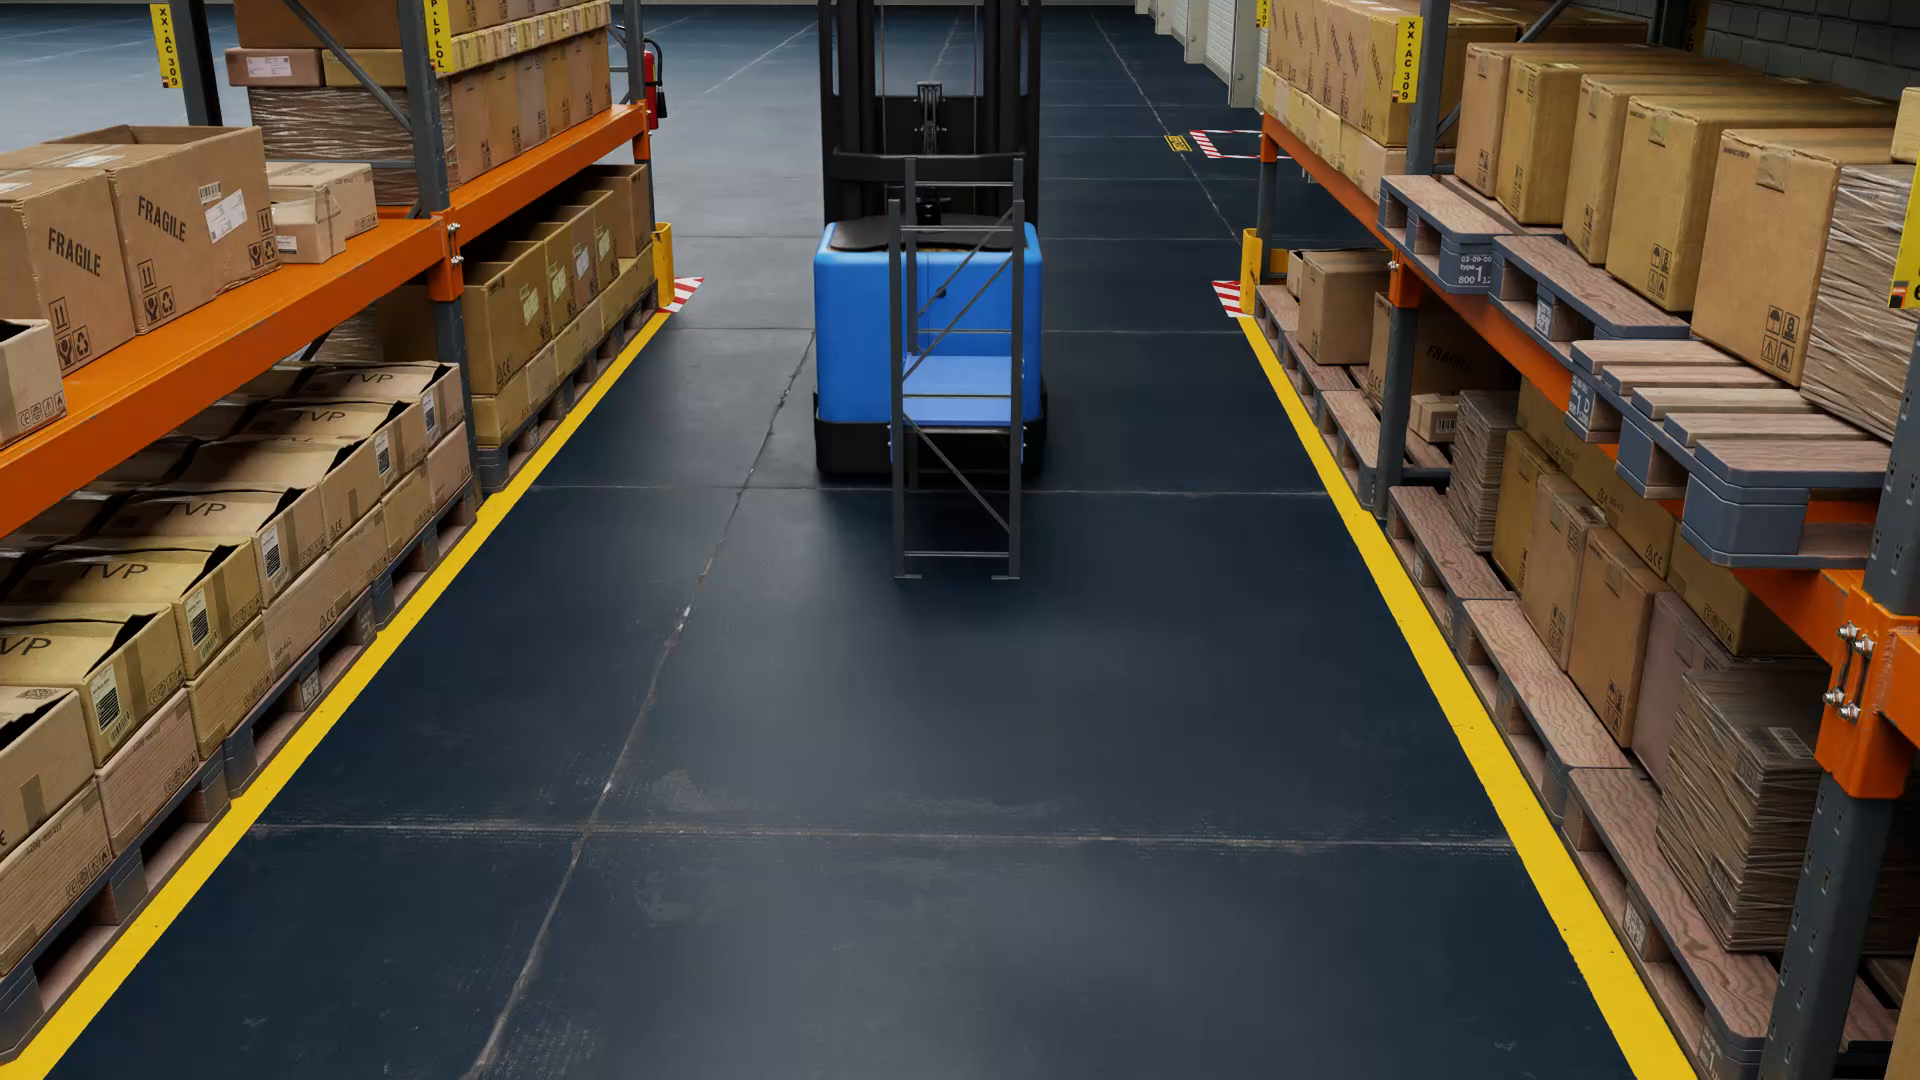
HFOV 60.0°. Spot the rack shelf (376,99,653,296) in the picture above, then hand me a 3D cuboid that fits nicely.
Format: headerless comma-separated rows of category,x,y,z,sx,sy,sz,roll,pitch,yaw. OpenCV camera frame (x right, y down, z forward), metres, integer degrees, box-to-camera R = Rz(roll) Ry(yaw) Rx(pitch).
rack shelf,-2.575,-1.932,8.857,1.077,0.370,4.000,1,21,2

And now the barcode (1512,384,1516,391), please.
barcode,2.642,-0.705,7.933,0.001,0.075,0.075,1,21,2

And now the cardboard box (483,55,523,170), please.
cardboard box,-2.600,-2.124,8.218,0.700,0.500,0.500,1,21,2

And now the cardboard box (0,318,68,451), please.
cardboard box,-2.536,-0.378,3.980,0.500,0.311,0.500,0,21,1

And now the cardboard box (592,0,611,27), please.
cardboard box,-2.335,-3.200,10.094,0.380,0.149,0.250,0,21,1

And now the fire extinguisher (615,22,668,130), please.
fire extinguisher,-2.046,-2.993,10.702,0.296,0.674,0.183,1,21,2

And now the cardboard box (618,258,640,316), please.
cardboard box,-2.238,-1.527,10.038,0.500,0.250,0.500,1,21,2

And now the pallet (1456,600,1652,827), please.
pallet,2.259,0.532,5.365,1.003,0.211,1.213,1,21,2

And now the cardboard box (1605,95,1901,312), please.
cardboard box,2.214,-0.918,4.501,0.700,0.500,0.500,1,21,2

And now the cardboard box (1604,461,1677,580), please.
cardboard box,2.255,-0.087,4.917,0.500,0.250,0.500,1,21,1

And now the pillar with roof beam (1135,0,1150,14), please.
pillar with roof beam,-0.110,-16.366,36.769,9.100,9.000,0.400,1,21,2

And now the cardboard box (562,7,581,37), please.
cardboard box,-2.359,-2.922,9.377,0.380,0.149,0.250,1,21,2

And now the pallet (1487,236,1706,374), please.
pallet,2.214,-0.672,4.879,1.003,0.211,1.213,1,21,2

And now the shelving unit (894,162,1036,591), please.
shelving unit,0.017,-0.690,6.733,0.538,1.500,1.048,0,21,0

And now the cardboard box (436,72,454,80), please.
cardboard box,-2.426,-2.080,7.207,0.380,0.149,0.250,1,21,2

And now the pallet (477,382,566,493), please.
pallet,-2.570,-0.532,8.108,1.003,0.211,1.213,1,21,2

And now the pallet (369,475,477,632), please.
pallet,-2.619,0.022,6.680,1.003,0.211,1.213,1,21,2

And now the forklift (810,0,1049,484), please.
forklift,-0.148,-2.100,8.388,1.130,2.935,3.031,0,21,0

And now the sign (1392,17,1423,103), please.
sign,1.773,-1.898,6.578,0.100,0.325,0.005,1,21,2

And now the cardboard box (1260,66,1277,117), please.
cardboard box,2.105,-2.704,10.032,0.500,0.250,0.500,0,21,0

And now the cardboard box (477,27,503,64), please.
cardboard box,-2.404,-2.358,7.925,0.380,0.149,0.250,0,21,0

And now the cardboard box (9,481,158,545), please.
cardboard box,-2.943,-0.017,5.373,0.500,0.311,0.500,1,21,3

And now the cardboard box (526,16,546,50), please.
cardboard box,-2.380,-2.639,8.648,0.380,0.149,0.250,0,21,1

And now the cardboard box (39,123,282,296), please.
cardboard box,-2.691,-1.123,5.639,0.500,0.500,0.500,2,21,6

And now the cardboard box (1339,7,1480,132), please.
cardboard box,2.031,-2.135,7.529,0.500,0.500,0.500,1,21,1

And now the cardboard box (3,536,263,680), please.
cardboard box,-2.422,0.166,4.901,0.500,0.311,0.500,0,21,0

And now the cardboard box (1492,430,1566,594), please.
cardboard box,2.345,-0.078,5.930,0.700,0.500,0.500,0,21,1

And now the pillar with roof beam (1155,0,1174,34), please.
pillar with roof beam,-0.292,-14.197,31.178,9.100,9.000,0.400,1,21,2

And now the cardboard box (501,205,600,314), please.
cardboard box,-2.265,-1.515,8.970,0.500,0.500,0.500,1,21,2

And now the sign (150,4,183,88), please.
sign,-3.190,-1.991,6.707,0.100,0.325,0.005,1,21,2

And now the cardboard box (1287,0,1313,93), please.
cardboard box,2.076,-2.692,8.964,0.500,0.500,0.500,0,21,0

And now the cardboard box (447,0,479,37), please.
cardboard box,-2.614,-2.539,7.495,0.700,0.500,0.500,1,21,1

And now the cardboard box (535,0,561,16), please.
cardboard box,-2.568,-3.082,8.894,0.700,0.500,0.500,1,21,2

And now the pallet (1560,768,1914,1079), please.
pallet,2.219,0.972,4.232,1.003,0.211,1.213,1,21,2

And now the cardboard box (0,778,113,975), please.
cardboard box,-2.448,0.802,4.037,0.500,0.250,0.500,1,21,1

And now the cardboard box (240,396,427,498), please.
cardboard box,-2.371,-0.382,6.313,0.500,0.311,0.500,1,21,3

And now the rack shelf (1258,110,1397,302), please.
rack shelf,2.377,-1.879,8.720,1.077,0.370,4.000,1,21,2

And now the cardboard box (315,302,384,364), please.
cardboard box,-2.813,-1.159,8.053,0.500,0.500,0.500,1,21,2

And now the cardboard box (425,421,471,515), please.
cardboard box,-2.358,-0.305,6.890,0.500,0.250,0.500,0,21,1

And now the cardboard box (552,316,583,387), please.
cardboard box,-2.278,-0.984,8.640,0.500,0.250,0.500,1,21,2

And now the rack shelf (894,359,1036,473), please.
rack shelf,0.017,-0.522,6.798,0.538,0.185,1.000,0,21,0

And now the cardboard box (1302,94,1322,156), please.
cardboard box,2.065,-2.150,8.602,0.500,0.250,0.500,1,21,2

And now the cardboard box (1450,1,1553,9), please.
cardboard box,2.579,-2.315,7.992,0.500,0.500,0.500,1,21,3

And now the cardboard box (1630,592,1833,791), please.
cardboard box,2.296,0.469,4.521,0.700,0.500,0.500,1,21,2

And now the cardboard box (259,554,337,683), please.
cardboard box,-2.408,0.246,5.468,0.500,0.250,0.500,1,21,3

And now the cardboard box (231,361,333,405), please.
cardboard box,-2.897,-0.573,6.805,0.500,0.311,0.500,1,21,2

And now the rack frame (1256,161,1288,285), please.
rack frame,2.438,-2.938,10.454,1.000,3.000,0.127,1,21,2

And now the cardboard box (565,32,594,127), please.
cardboard box,-2.552,-2.679,9.649,0.700,0.500,0.500,1,21,3

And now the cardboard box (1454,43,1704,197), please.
cardboard box,2.266,-1.560,6.155,0.700,0.500,0.500,1,21,2

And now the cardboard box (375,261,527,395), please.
cardboard box,-2.309,-0.972,7.572,0.500,0.500,0.500,1,21,2

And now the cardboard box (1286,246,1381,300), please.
cardboard box,2.327,-1.640,10.218,0.500,0.311,0.500,-2,21,-4

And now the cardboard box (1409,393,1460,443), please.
cardboard box,2.302,-0.570,7.659,0.380,0.166,0.250,-2,21,-5

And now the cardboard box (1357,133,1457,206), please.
cardboard box,2.027,-1.606,7.200,0.500,0.250,0.500,1,21,2
